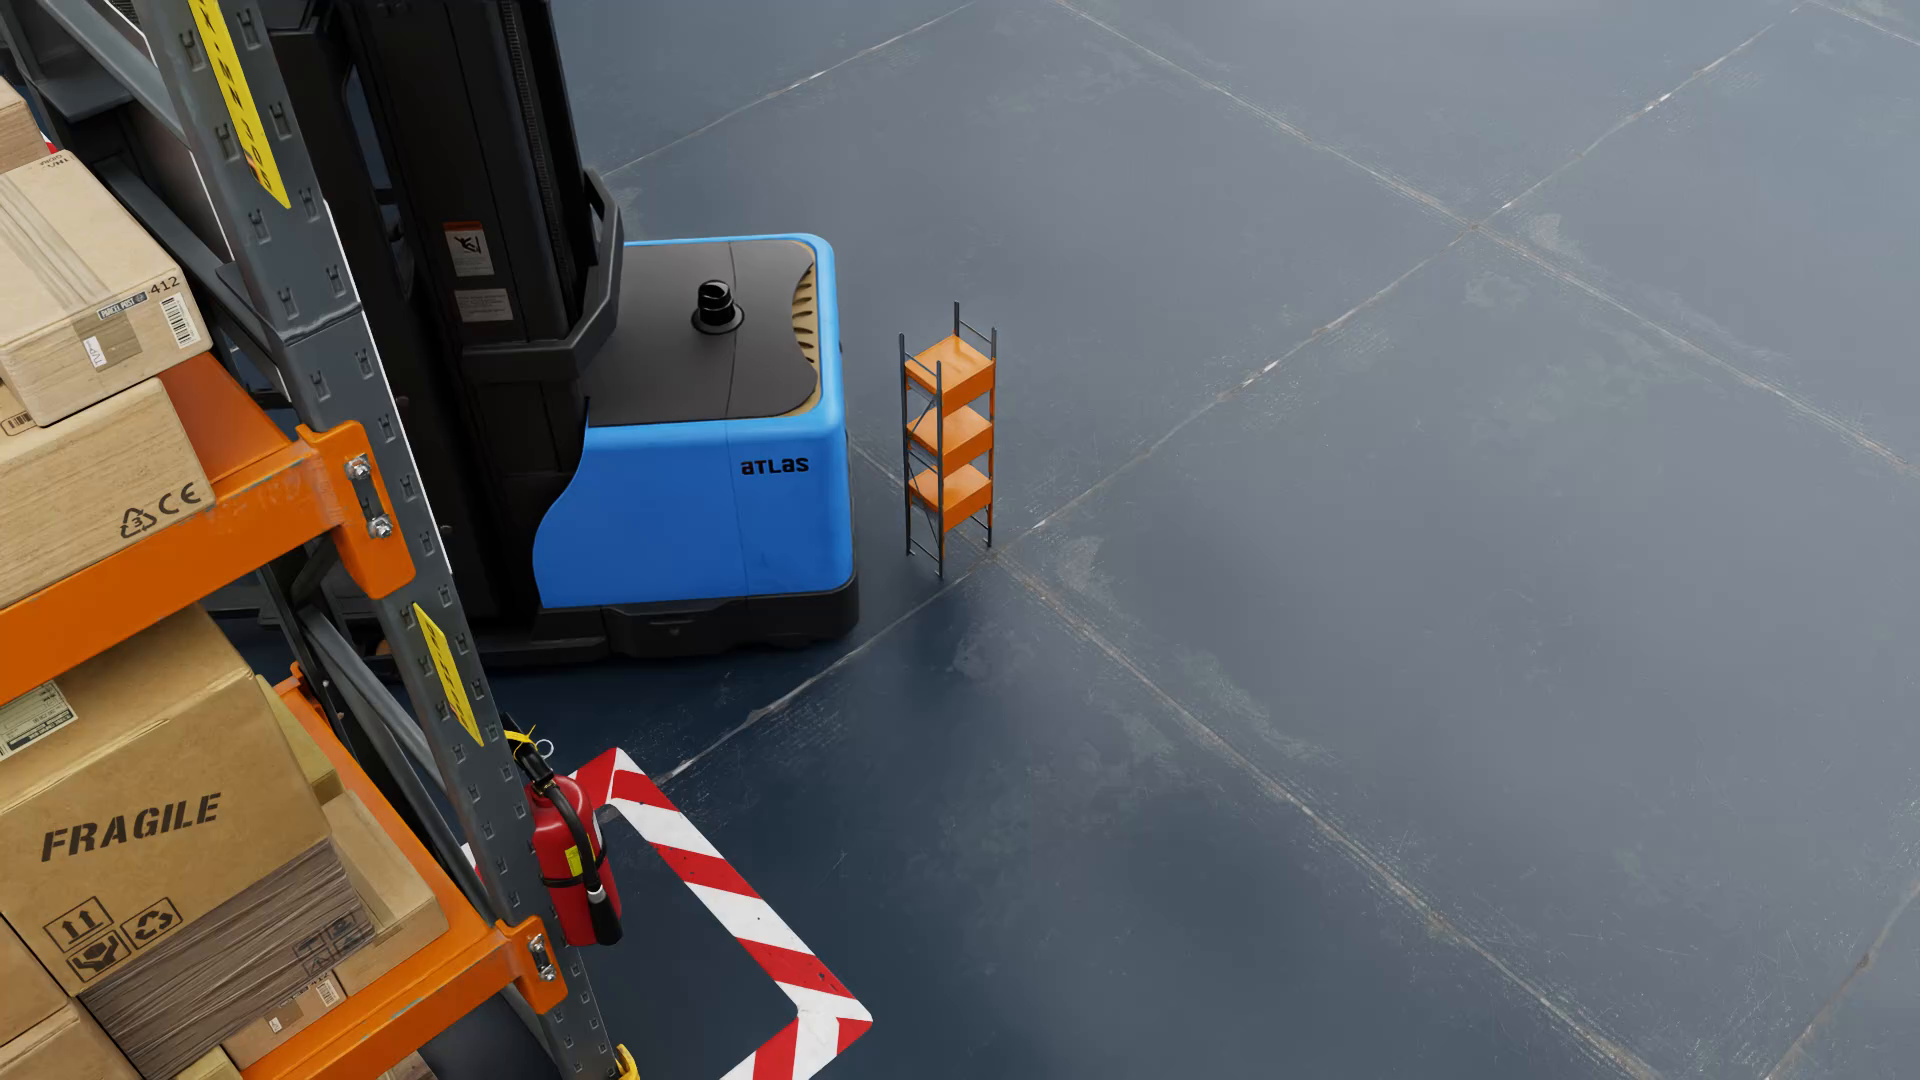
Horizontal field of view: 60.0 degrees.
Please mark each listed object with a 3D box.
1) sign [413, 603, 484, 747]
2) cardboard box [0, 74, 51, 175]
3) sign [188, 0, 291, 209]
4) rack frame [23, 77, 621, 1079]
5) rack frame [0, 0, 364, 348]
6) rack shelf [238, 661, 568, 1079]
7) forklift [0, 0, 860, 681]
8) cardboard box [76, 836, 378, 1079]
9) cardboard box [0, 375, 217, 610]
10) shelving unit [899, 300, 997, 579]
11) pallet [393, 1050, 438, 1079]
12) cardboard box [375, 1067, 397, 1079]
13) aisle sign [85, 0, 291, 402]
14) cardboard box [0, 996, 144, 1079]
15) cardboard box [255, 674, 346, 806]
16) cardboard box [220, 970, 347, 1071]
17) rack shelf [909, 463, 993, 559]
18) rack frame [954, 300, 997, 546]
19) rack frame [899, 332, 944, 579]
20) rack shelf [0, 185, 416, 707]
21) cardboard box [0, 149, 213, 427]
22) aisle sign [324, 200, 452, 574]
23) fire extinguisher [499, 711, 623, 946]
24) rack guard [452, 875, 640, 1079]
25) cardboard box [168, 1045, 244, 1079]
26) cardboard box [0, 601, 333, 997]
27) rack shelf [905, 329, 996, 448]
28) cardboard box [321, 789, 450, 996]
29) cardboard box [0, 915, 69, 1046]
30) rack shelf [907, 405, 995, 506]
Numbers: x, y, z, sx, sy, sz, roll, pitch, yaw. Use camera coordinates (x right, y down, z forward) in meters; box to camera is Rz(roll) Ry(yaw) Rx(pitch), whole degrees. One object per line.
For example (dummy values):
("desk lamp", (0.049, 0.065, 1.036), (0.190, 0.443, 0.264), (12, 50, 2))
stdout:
("sign", (-0.915, 0.246, 2.980), (0.005, 0.325, 0.100), (-34, 56, -27))
("cardboard box", (-1.633, -0.657, 2.605), (0.250, 0.149, 0.380), (-34, 56, -27))
("sign", (-0.915, -0.572, 2.093), (0.005, 0.325, 0.100), (-34, 56, -27))
("rack frame", (-1.274, 0.434, 3.809), (0.127, 3.000, 1.000), (-34, 56, -27))
("rack frame", (-1.274, -1.601, 1.604), (0.127, 3.000, 1.000), (-34, 56, -27))
("rack shelf", (-2.753, 1.666, 3.161), (4.000, 0.370, 1.077), (-34, 56, -27))
("forklift", (-1.901, -0.898, 5.084), (3.031, 2.935, 1.130), (-4, 47, -3))
("cardboard box", (-1.699, 0.556, 3.426), (0.500, 0.500, 0.875), (-34, 56, -27))
("cardboard box", (-1.459, -0.156, 2.414), (0.500, 0.250, 0.500), (-33, 55, -26))
("shelving unit", (-0.040, -0.330, 5.840), (0.252, 1.050, 0.215), (-34, 56, -27))
("pallet", (-1.955, 1.799, 4.446), (1.213, 0.211, 1.003), (-34, 56, -27))
("cardboard box", (-1.747, 1.439, 4.297), (0.500, 0.500, 0.500), (-24, 52, -21))
("aisle sign", (-1.430, -0.642, 3.032), (0.004, 0.787, 0.394), (-34, 56, -27))
("cardboard box", (-1.988, 0.868, 3.137), (0.500, 0.500, 0.875), (-34, 56, -27))
("cardboard box", (-1.645, 0.530, 3.891), (0.250, 0.149, 0.380), (-34, 56, -27))
("cardboard box", (-1.531, 0.895, 3.554), (0.250, 0.149, 0.380), (-34, 56, -27))
("rack shelf", (-0.040, -0.134, 6.052), (0.240, 0.259, 0.215), (-34, 56, -27))
("rack frame", (0.051, -0.390, 5.895), (0.008, 1.050, 0.200), (-34, 56, -27))
("rack frame", (-0.130, -0.269, 5.784), (0.008, 1.050, 0.200), (-34, 56, -27))
("rack shelf", (-2.753, 0.649, 2.058), (4.000, 0.370, 1.077), (-34, 56, -27))
("cardboard box", (-1.269, -0.361, 2.332), (0.250, 0.149, 0.380), (-34, 56, -27))
("aisle sign", (-1.026, -0.315, 2.731), (0.004, 0.787, 0.394), (-34, 56, -27))
("fire extinguisher", (-0.879, 0.654, 3.658), (0.183, 0.674, 0.296), (-34, 56, -27))
("rack guard", (-1.330, 1.319, 4.693), (0.348, 0.500, 1.175), (-34, 56, -27))
("cardboard box", (-1.681, 1.047, 3.414), (0.250, 0.149, 0.380), (-34, 56, -27))
("cardboard box", (-1.514, 0.366, 2.920), (0.500, 0.500, 0.500), (-34, 56, -27))
("rack shelf", (-0.040, -0.515, 5.639), (0.240, 0.259, 0.215), (-34, 56, -27))
("cardboard box", (-1.346, 0.772, 3.668), (0.250, 0.149, 0.380), (-34, 56, -27))
("cardboard box", (-1.880, 0.616, 2.689), (0.500, 0.500, 0.500), (-34, 56, -27))
("rack shelf", (-0.040, -0.322, 5.848), (0.240, 0.259, 0.215), (-34, 56, -27))
